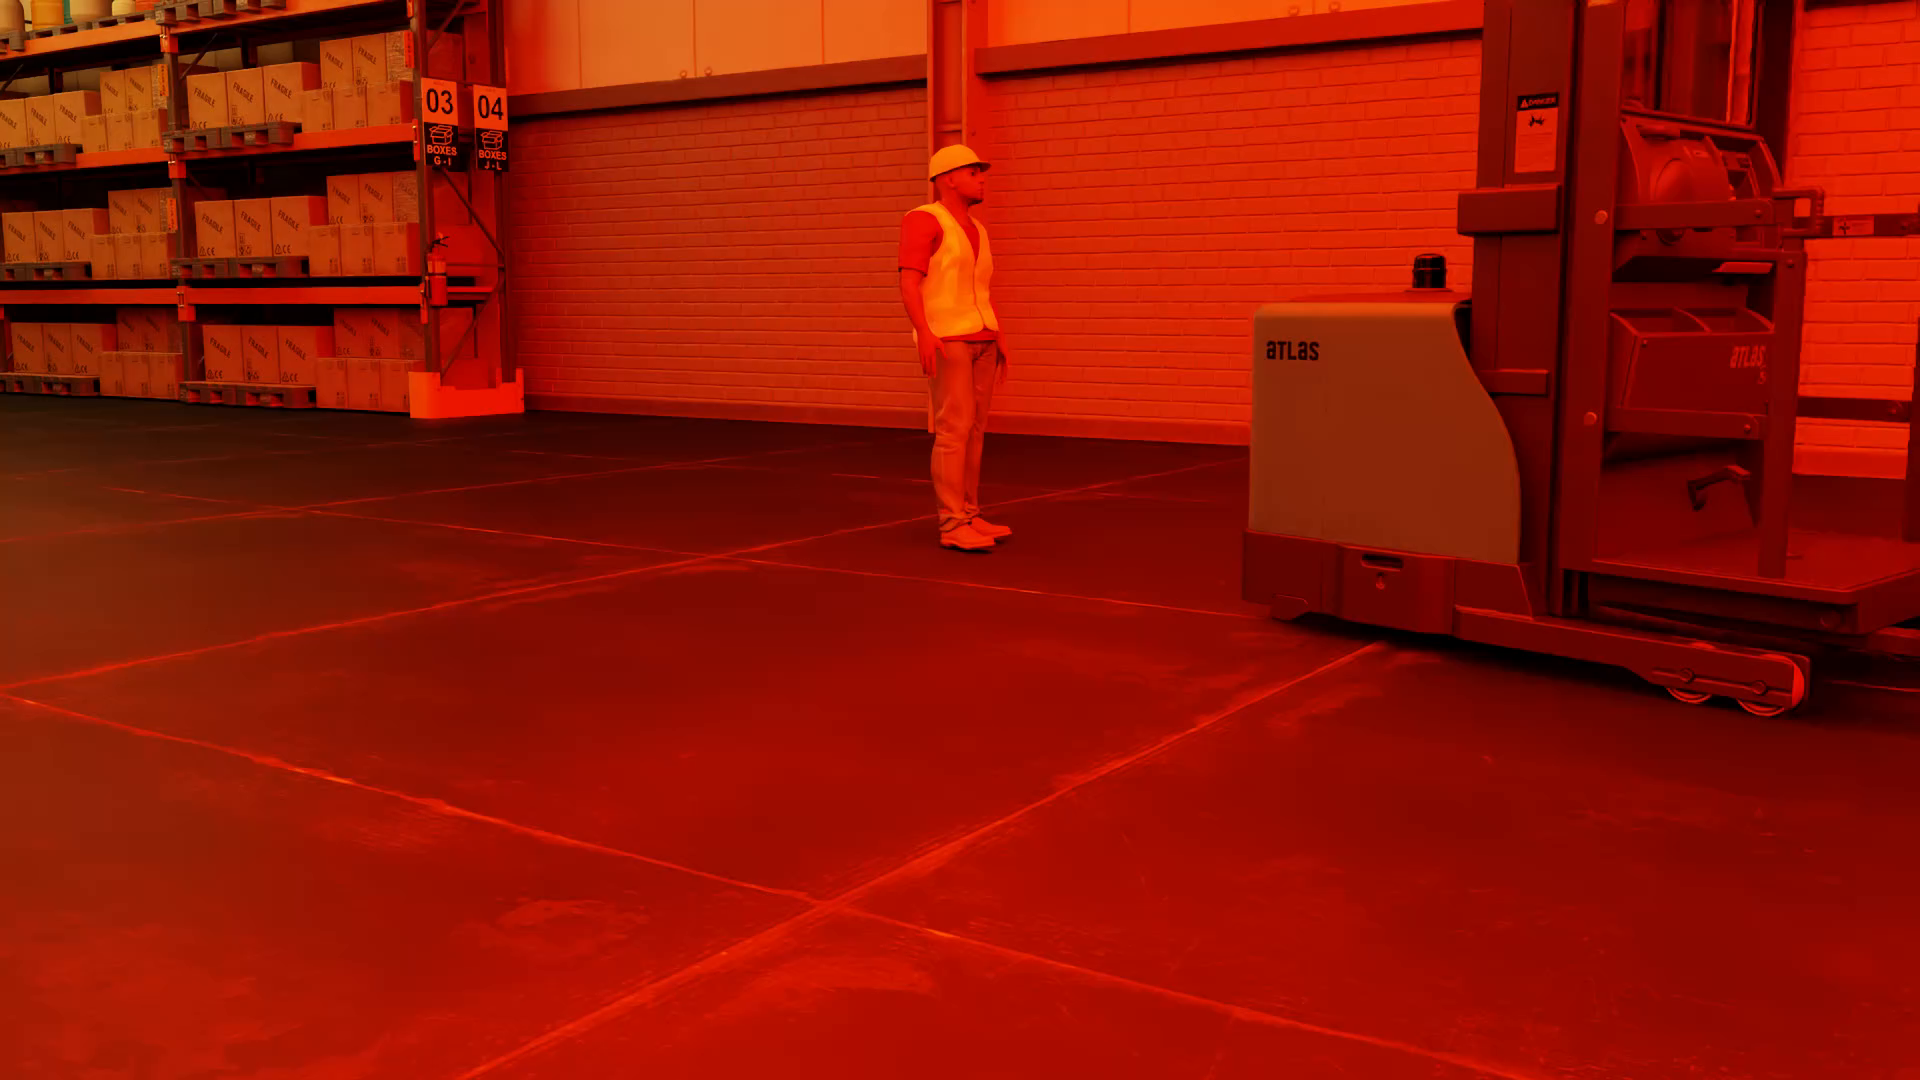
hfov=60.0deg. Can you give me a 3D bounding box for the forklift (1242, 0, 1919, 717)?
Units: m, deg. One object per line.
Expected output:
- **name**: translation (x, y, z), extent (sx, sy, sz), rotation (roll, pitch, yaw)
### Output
- **forklift**: translation (2.314, -1.069, 4.708), extent (1.130, 2.935, 3.031), rotation (-7, 11, -41)

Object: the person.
- **person**: translation (0.054, -0.875, 7.435), extent (0.577, 1.765, 0.665), rotation (5, 10, 34)
